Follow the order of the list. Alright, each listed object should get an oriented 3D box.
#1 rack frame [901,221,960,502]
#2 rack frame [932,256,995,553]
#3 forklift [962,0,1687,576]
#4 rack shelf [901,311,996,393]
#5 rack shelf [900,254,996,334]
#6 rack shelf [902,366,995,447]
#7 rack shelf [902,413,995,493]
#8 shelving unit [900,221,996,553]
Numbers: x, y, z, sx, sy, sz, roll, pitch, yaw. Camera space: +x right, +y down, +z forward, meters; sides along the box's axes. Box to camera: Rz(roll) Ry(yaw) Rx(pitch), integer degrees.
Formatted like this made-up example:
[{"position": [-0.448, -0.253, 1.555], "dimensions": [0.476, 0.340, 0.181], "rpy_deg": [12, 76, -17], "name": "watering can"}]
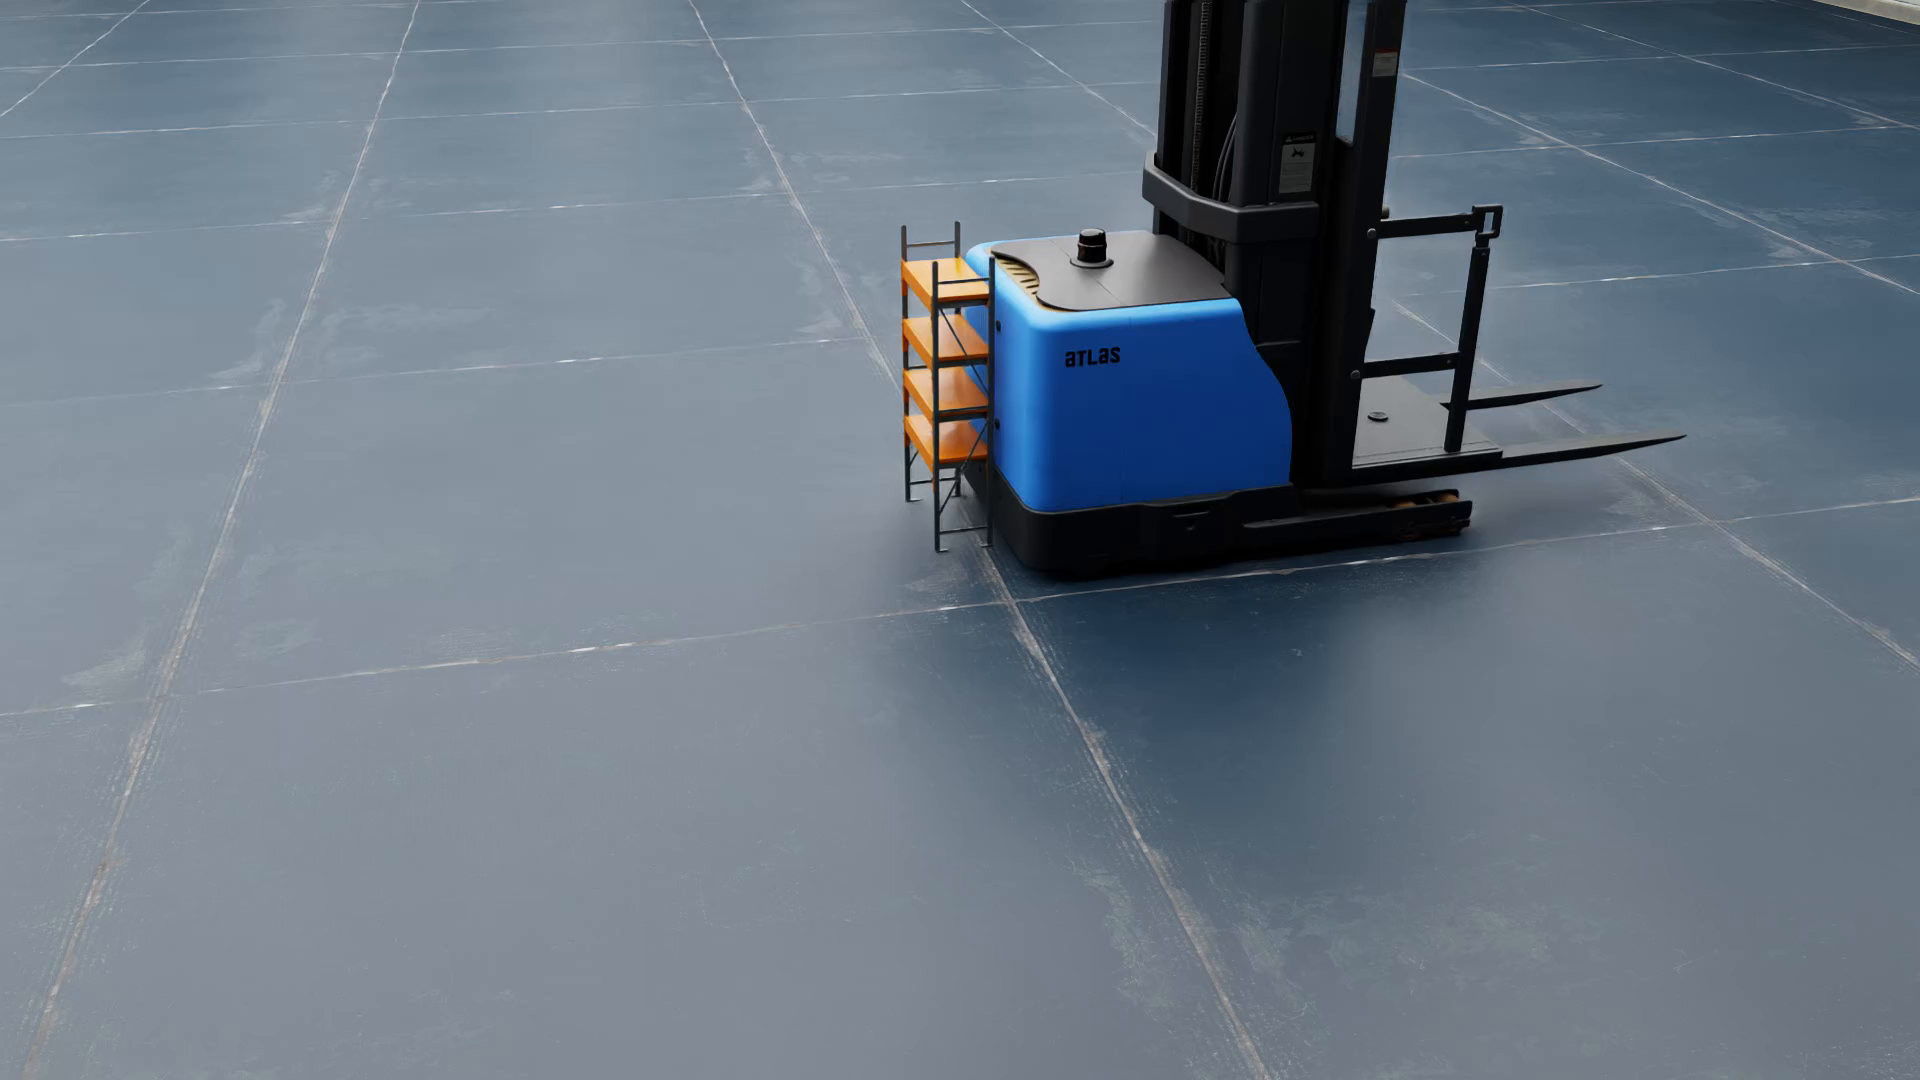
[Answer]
[{"position": [-0.116, -0.712, 6.830], "dimensions": [0.240, 1.200, 0.015], "rpy_deg": [-7, 28, -14], "name": "rack frame"}, {"position": [0.014, -0.500, 6.410], "dimensions": [0.240, 1.200, 0.015], "rpy_deg": [-7, 28, -14], "name": "rack frame"}, {"position": [1.584, -1.526, 6.521], "dimensions": [3.031, 2.935, 1.130], "rpy_deg": [-7, 28, -14], "name": "forklift"}, {"position": [-0.051, -0.746, 6.549], "dimensions": [0.258, 0.148, 0.480], "rpy_deg": [-7, 28, -14], "name": "rack shelf"}, {"position": [-0.051, -0.957, 6.443], "dimensions": [0.258, 0.148, 0.480], "rpy_deg": [-7, 28, -14], "name": "rack shelf"}, {"position": [-0.051, -0.546, 6.650], "dimensions": [0.258, 0.148, 0.480], "rpy_deg": [-7, 28, -14], "name": "rack shelf"}, {"position": [-0.051, -0.369, 6.740], "dimensions": [0.258, 0.148, 0.480], "rpy_deg": [-7, 28, -14], "name": "rack shelf"}, {"position": [-0.051, -0.606, 6.620], "dimensions": [0.258, 1.200, 0.503], "rpy_deg": [-7, 28, -14], "name": "shelving unit"}]
